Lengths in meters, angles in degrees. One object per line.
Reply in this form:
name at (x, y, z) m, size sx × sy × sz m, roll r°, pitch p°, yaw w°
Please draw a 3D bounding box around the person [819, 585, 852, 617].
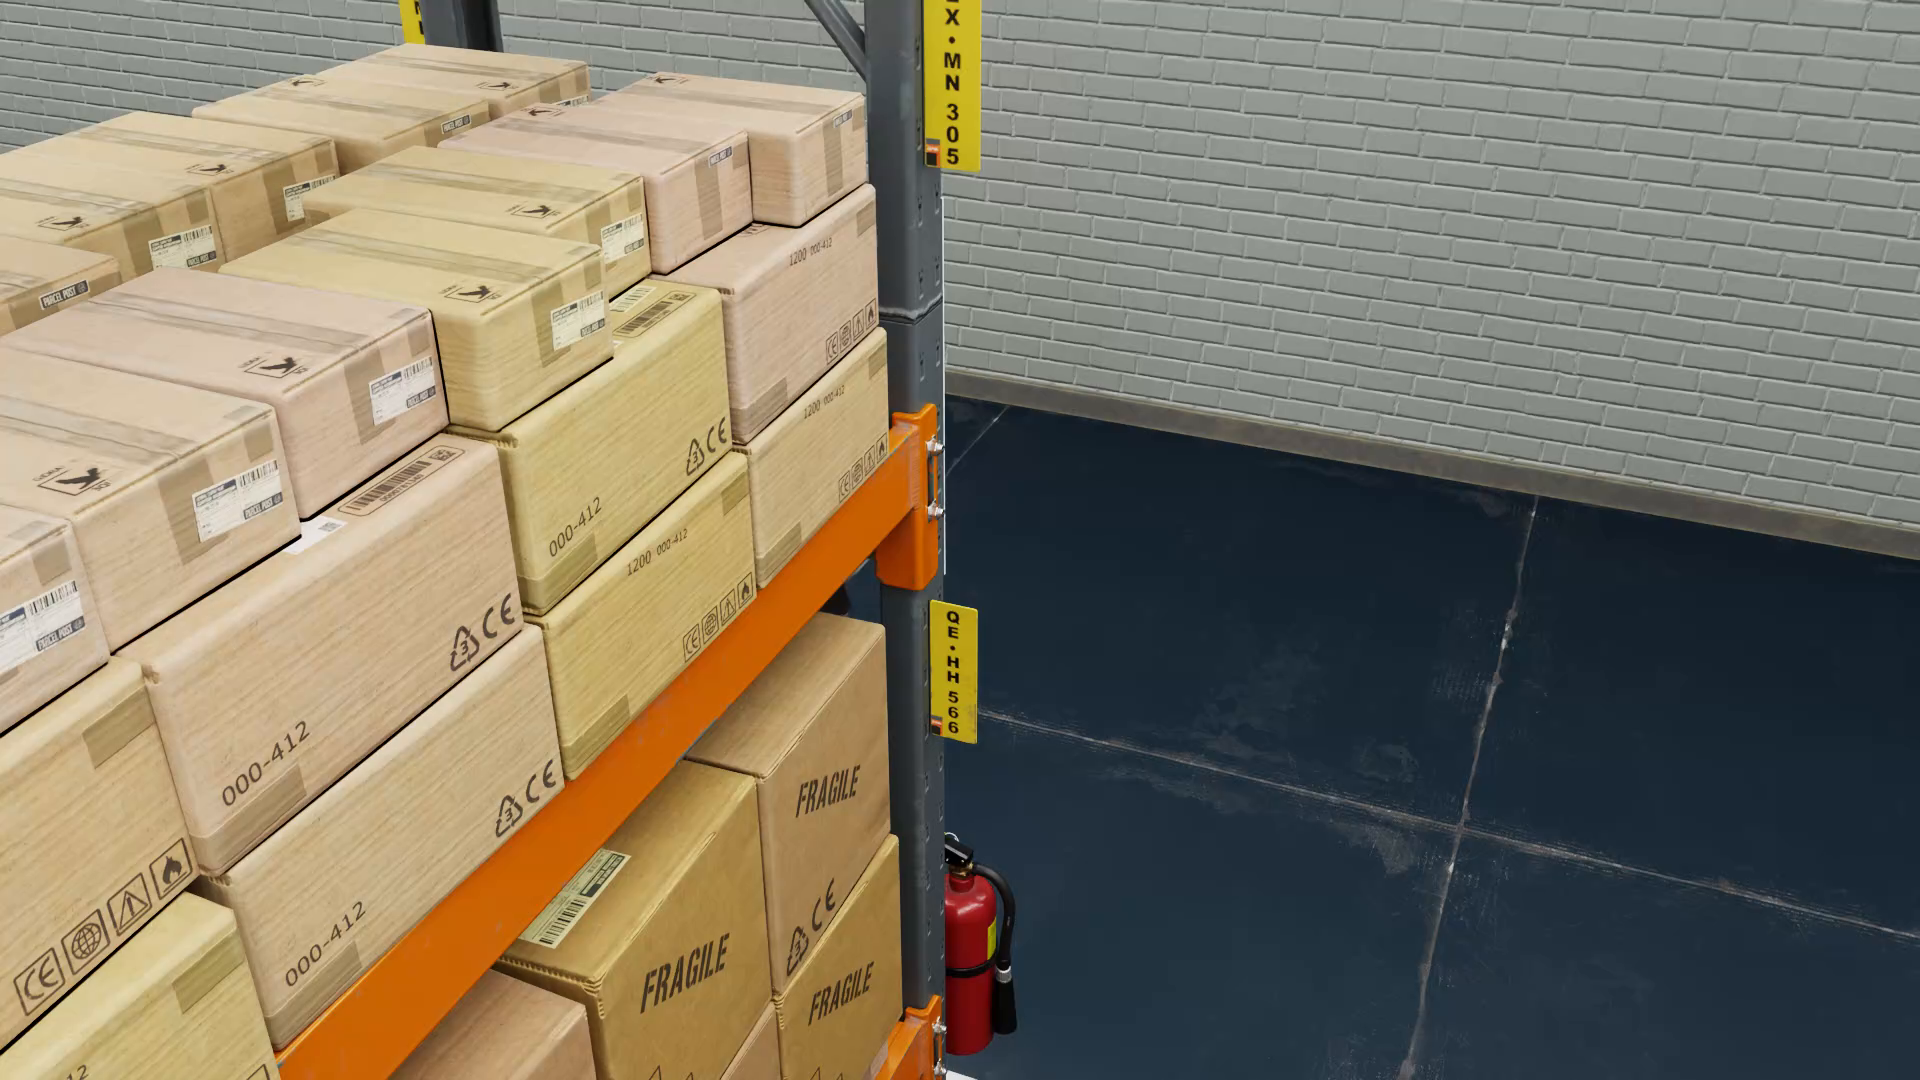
person at (-0.886, 0.332, 6.760) m, size 0.847 × 1.042 × 0.551 m, roll 11°, pitch 31°, yaw 19°
